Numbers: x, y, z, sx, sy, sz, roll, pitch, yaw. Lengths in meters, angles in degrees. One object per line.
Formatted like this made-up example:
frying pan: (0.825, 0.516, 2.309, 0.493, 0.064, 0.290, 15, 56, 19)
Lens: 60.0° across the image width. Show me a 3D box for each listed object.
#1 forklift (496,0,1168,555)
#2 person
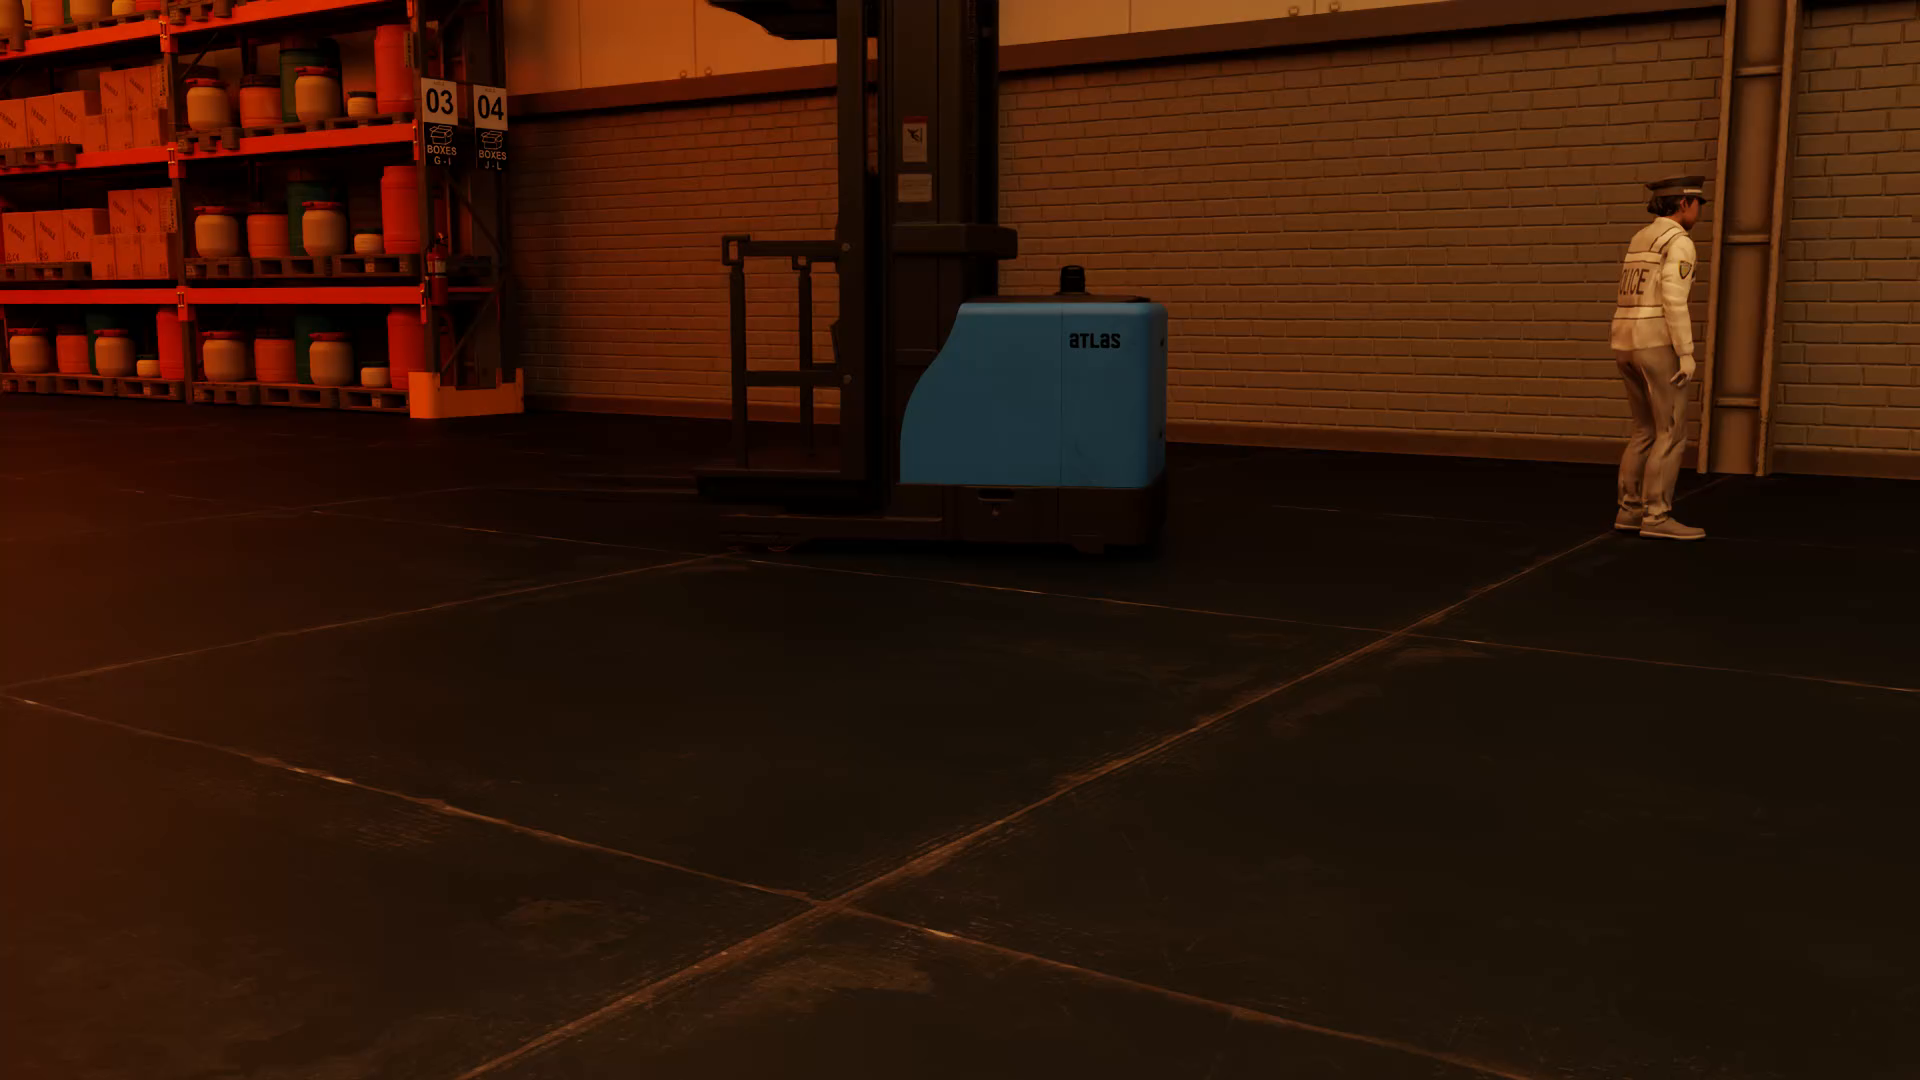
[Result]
forklift: (-0.596, -1.469, 7.520, 3.031, 2.935, 1.130, 2, 8, 12)
person: (3.226, -0.846, 7.691, 0.376, 1.653, 0.528, -1, 8, -4)
